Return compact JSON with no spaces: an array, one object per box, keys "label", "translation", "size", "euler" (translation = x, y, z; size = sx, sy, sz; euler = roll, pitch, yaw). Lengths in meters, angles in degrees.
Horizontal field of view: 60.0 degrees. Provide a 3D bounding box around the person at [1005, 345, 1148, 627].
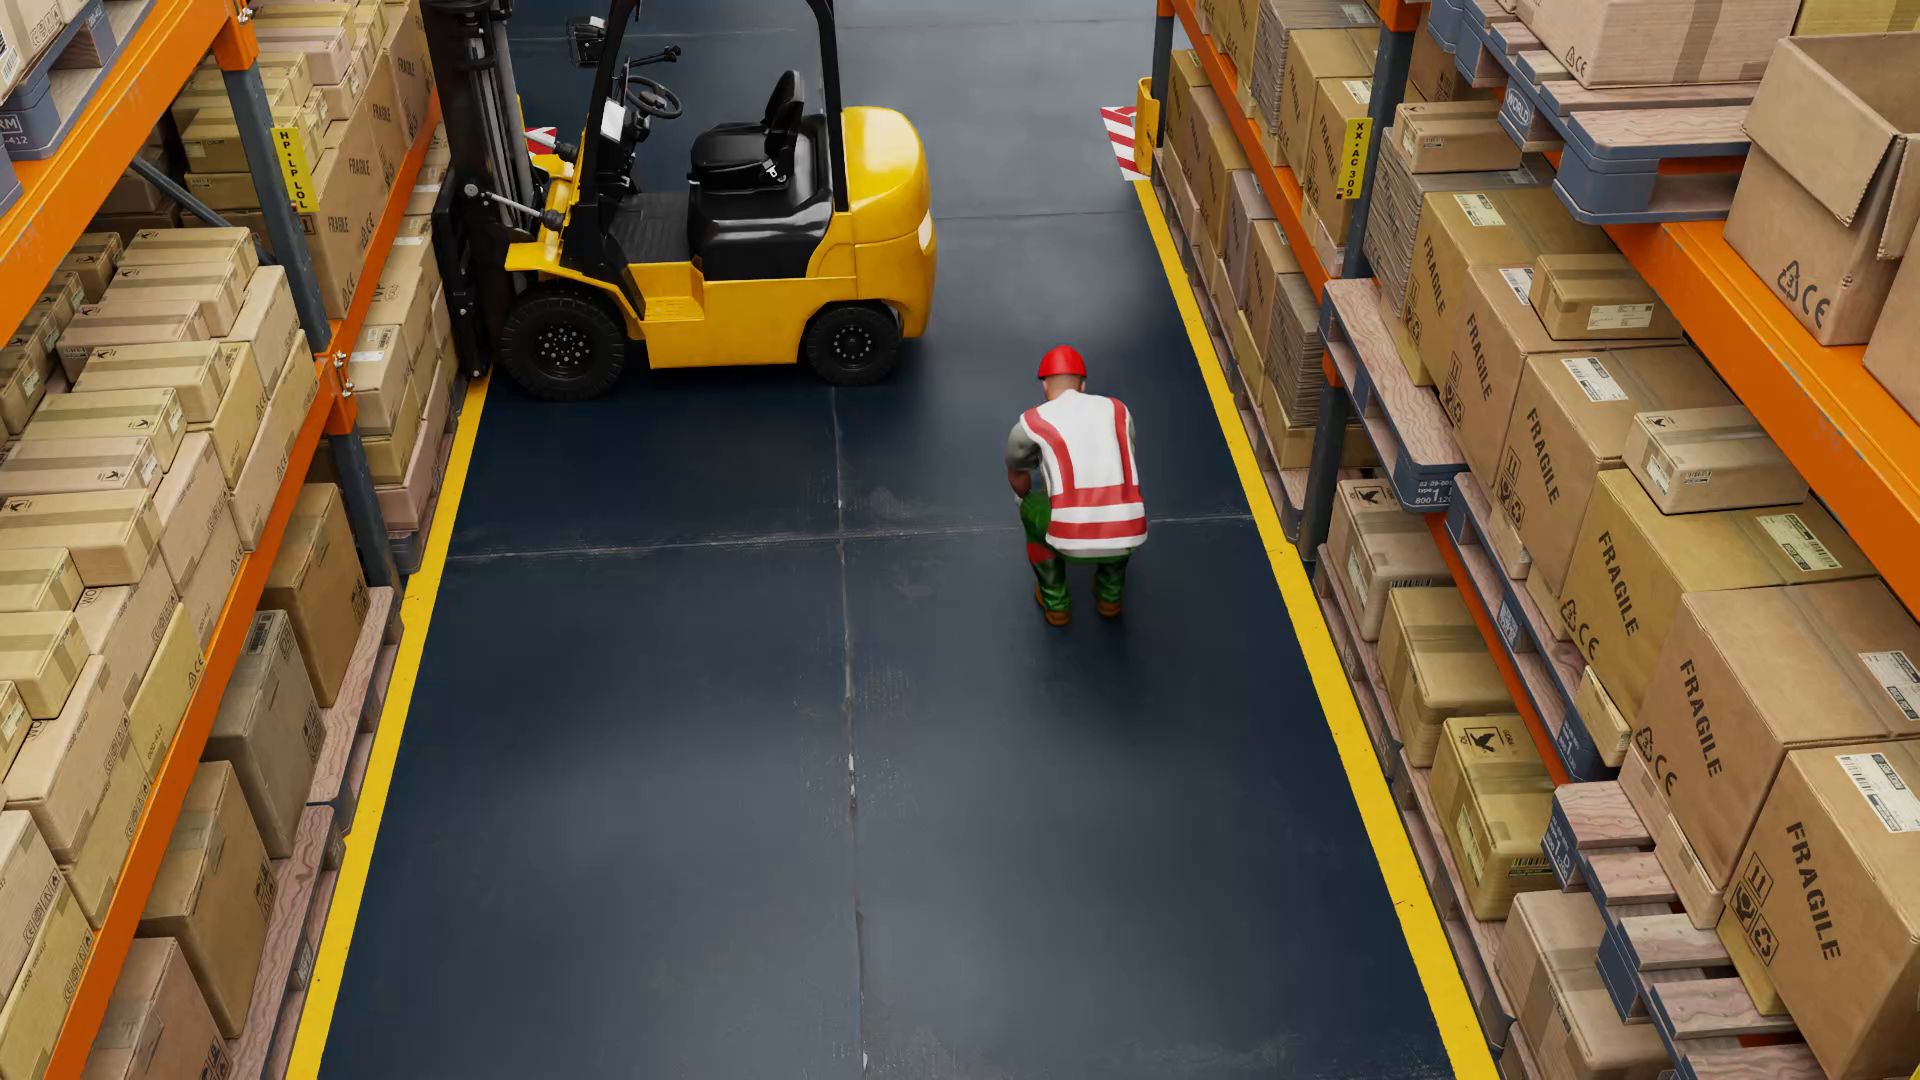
[{"label":"person","translation":[0.484,-0.188,6.958],"size":[0.570,1.056,0.859],"euler":[-3,39,-4]}]
